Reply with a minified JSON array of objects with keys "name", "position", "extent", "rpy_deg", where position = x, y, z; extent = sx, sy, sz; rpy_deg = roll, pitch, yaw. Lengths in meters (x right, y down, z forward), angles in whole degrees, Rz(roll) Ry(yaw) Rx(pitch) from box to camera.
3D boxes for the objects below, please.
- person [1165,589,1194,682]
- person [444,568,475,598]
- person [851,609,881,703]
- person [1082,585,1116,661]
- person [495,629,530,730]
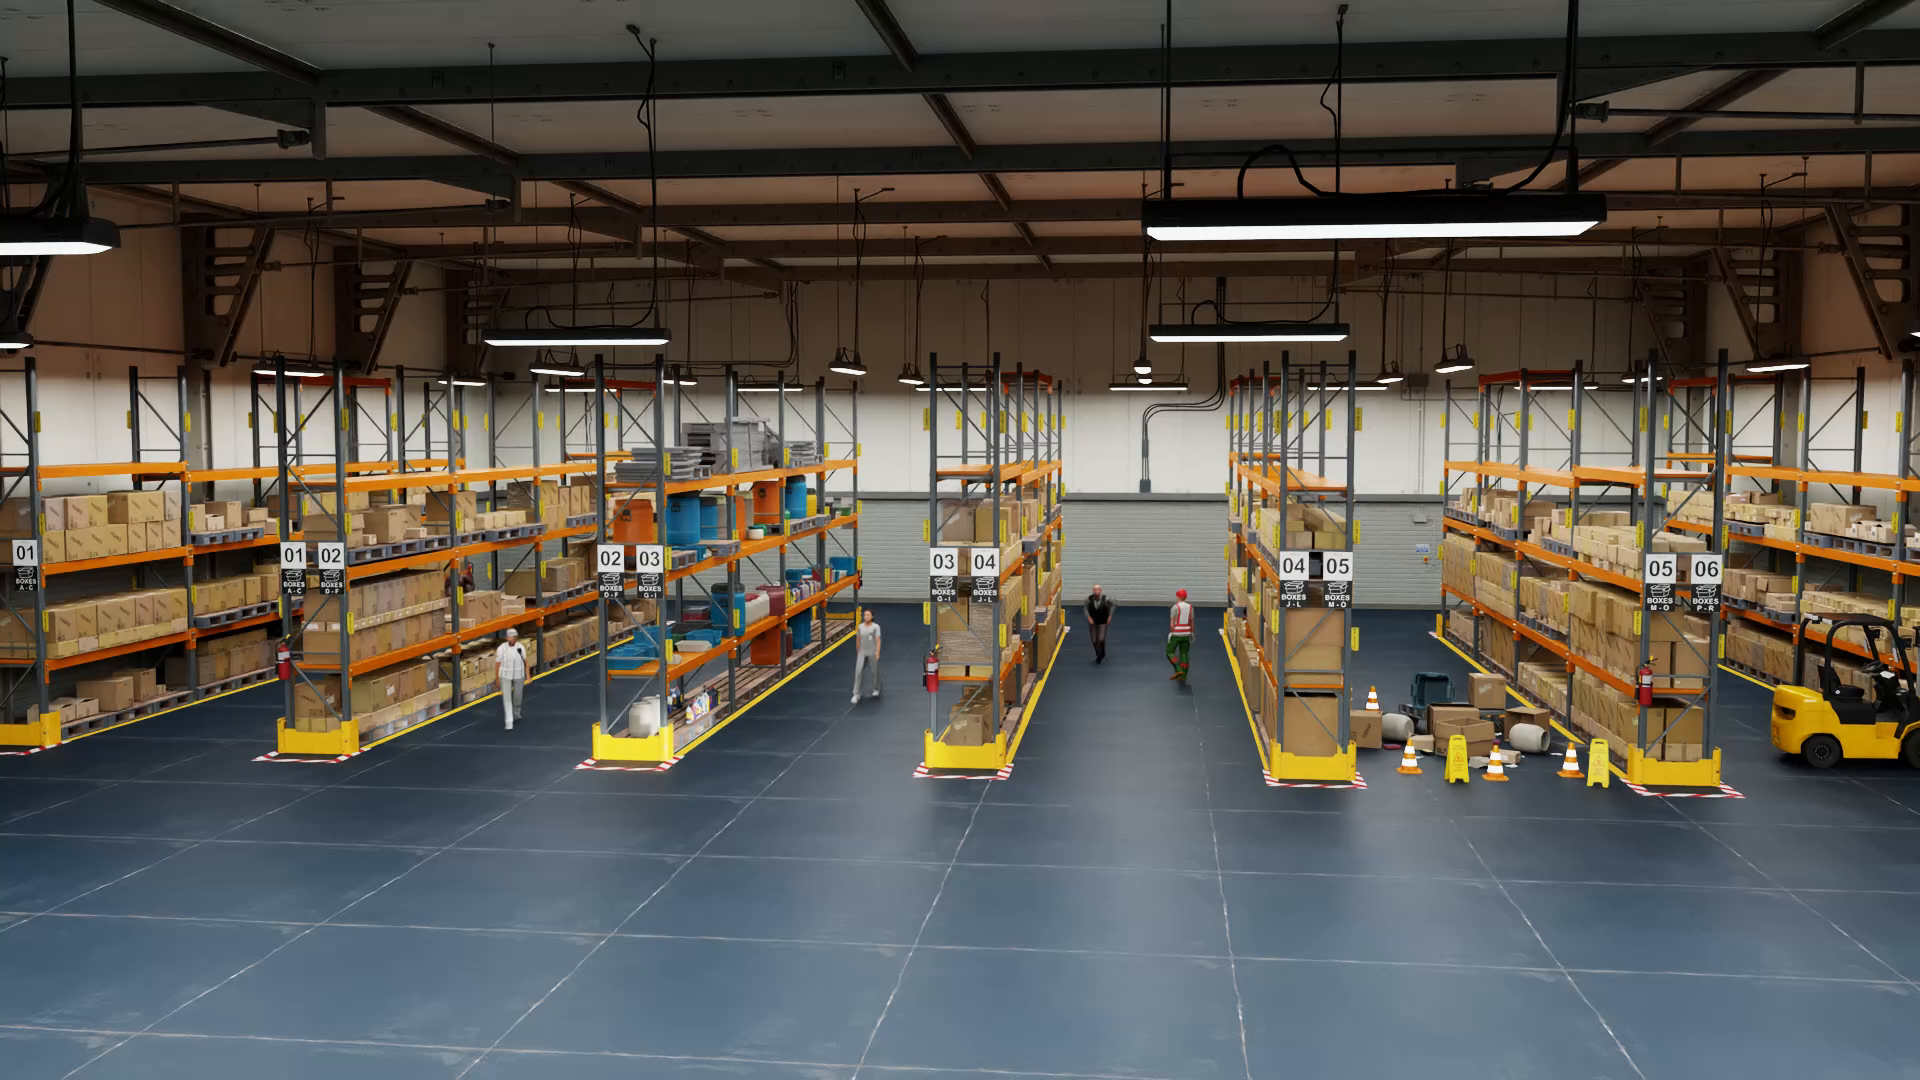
[{"name":"person","position":[4.276,1.843,32.073],"extent":[0.598,1.791,0.485],"rpy_deg":[-2,5,-27]},{"name":"person","position":[-11.748,1.411,39.037],"extent":[0.694,1.683,0.663],"rpy_deg":[1,4,15]},{"name":"person","position":[-1.658,2.051,29.916],"extent":[0.519,1.627,0.993],"rpy_deg":[1,4,16]},{"name":"person","position":[2.914,1.730,34.747],"extent":[0.687,1.632,0.720],"rpy_deg":[1,4,14]},{"name":"person","position":[-7.357,2.247,27.323],"extent":[0.538,1.595,1.083],"rpy_deg":[-2,4,-21]}]
